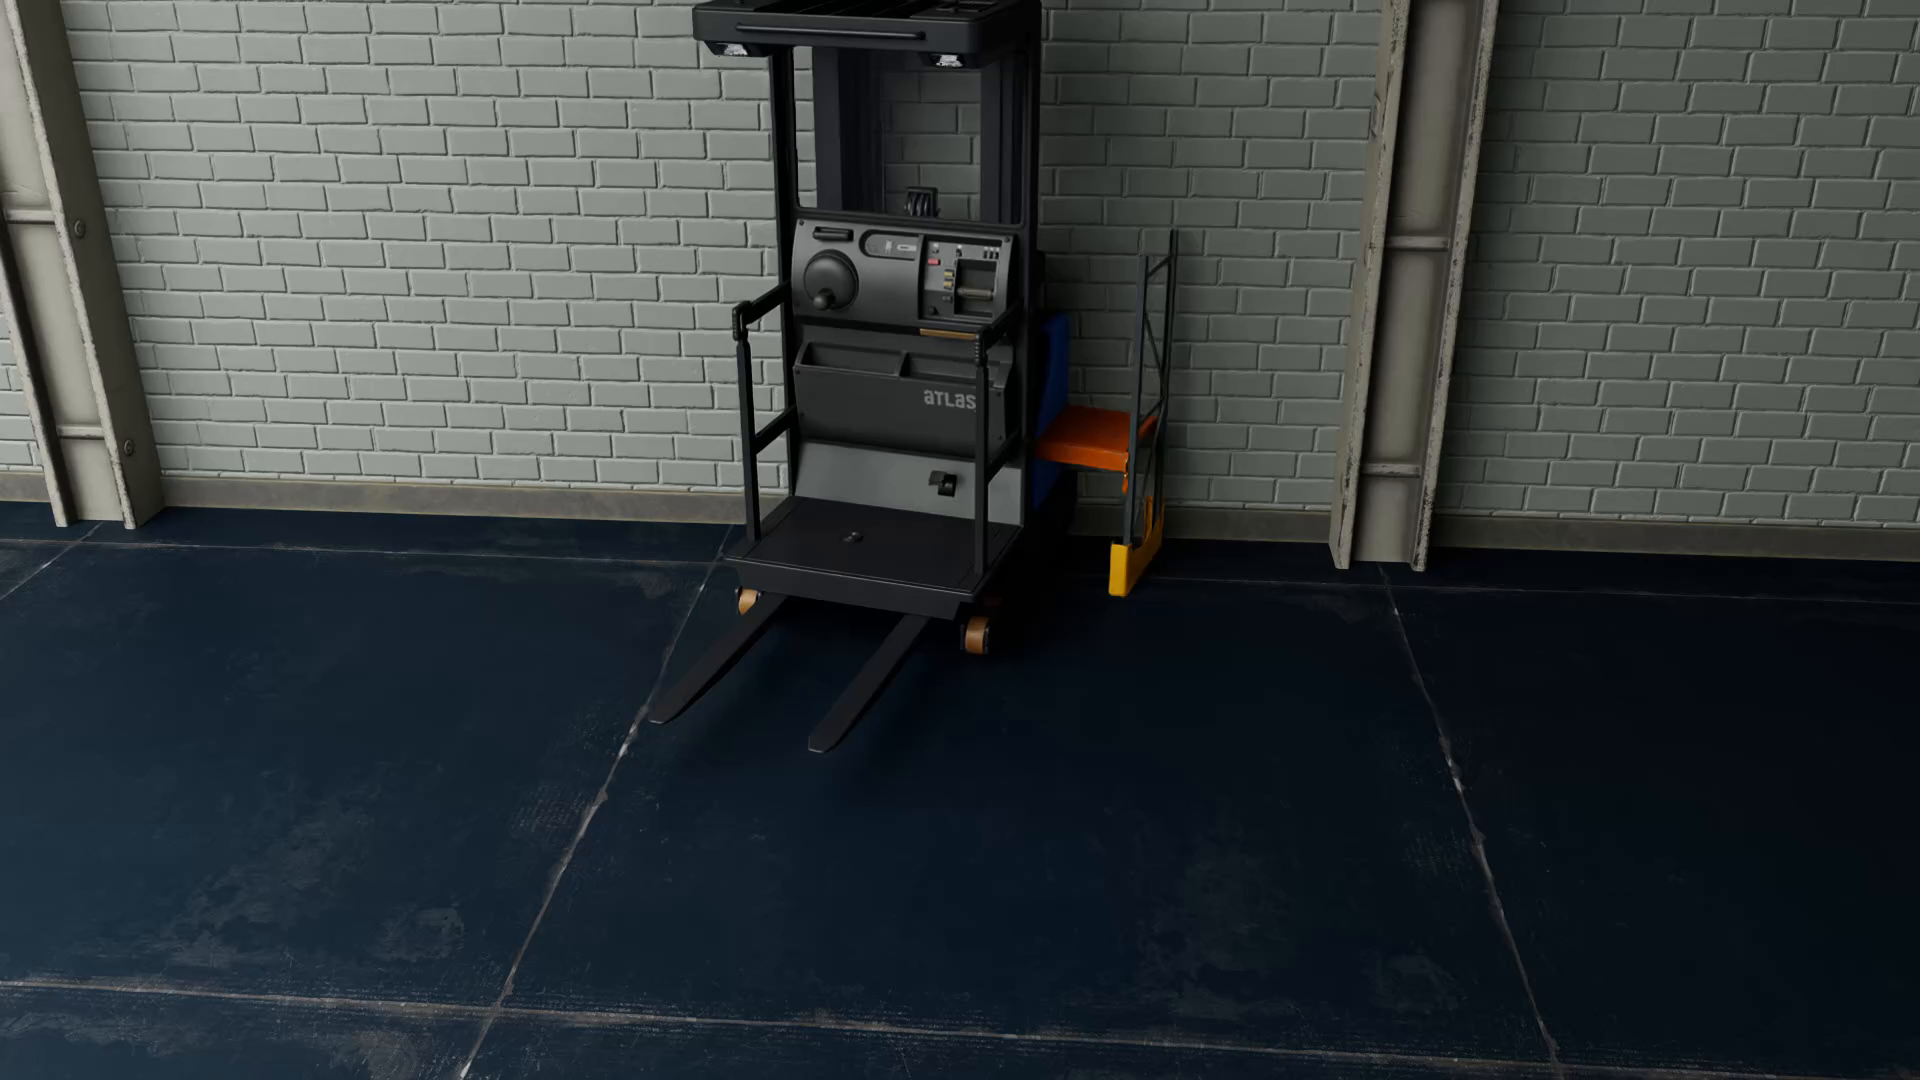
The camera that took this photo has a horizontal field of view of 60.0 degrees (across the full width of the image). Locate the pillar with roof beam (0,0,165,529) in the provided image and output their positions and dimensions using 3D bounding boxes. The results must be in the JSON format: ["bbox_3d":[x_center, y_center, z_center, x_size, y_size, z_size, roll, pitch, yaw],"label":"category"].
[{"bbox_3d":[-4.411,-2.416,2.235,0.400,9.000,9.100,2,25,4],"label":"pillar with roof beam"}]

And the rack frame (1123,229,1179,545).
[{"bbox_3d":[0.815,-0.541,7.151,0.032,1.500,0.500,10,26,20],"label":"rack frame"}]

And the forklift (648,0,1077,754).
[{"bbox_3d":[-0.304,-1.052,6.530,1.130,2.935,3.031,8,26,17],"label":"forklift"}]

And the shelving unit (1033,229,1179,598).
[{"bbox_3d":[0.336,-0.625,7.328,1.083,1.500,0.587,10,26,20],"label":"shelving unit"}]

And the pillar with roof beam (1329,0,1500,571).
[{"bbox_3d":[1.571,-2.224,1.818,0.400,9.000,9.100,2,25,4],"label":"pillar with roof beam"}]

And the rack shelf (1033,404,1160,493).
[{"bbox_3d":[0.343,-0.460,7.399,1.000,0.185,0.538,10,26,20],"label":"rack shelf"}]

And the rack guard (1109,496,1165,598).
[{"bbox_3d":[0.792,0.025,7.415,0.087,0.250,0.587,10,26,20],"label":"rack guard"}]
